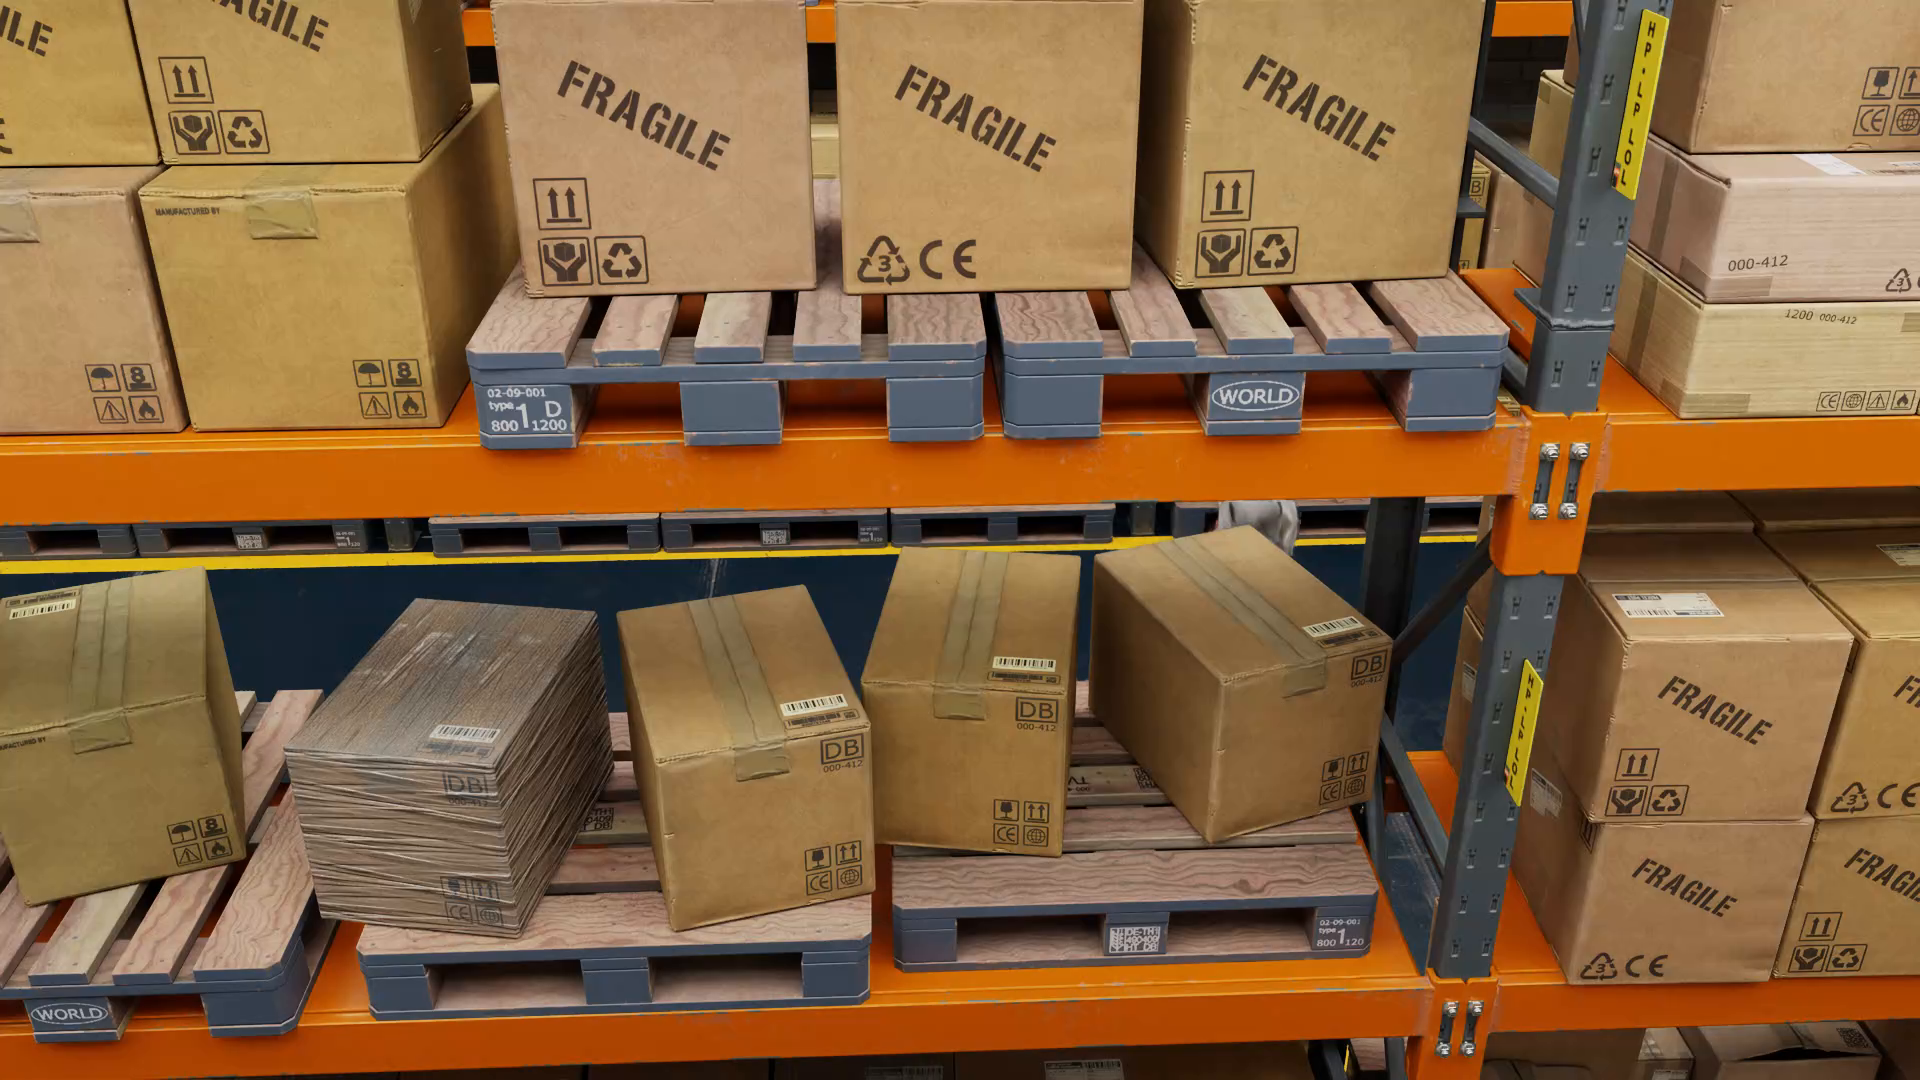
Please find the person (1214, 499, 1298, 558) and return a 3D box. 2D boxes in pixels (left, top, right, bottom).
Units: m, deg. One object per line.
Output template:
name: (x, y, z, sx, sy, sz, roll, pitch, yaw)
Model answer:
person: (1.165, 0.254, 6.602, 0.518, 1.837, 0.539, 3, 27, 6)
